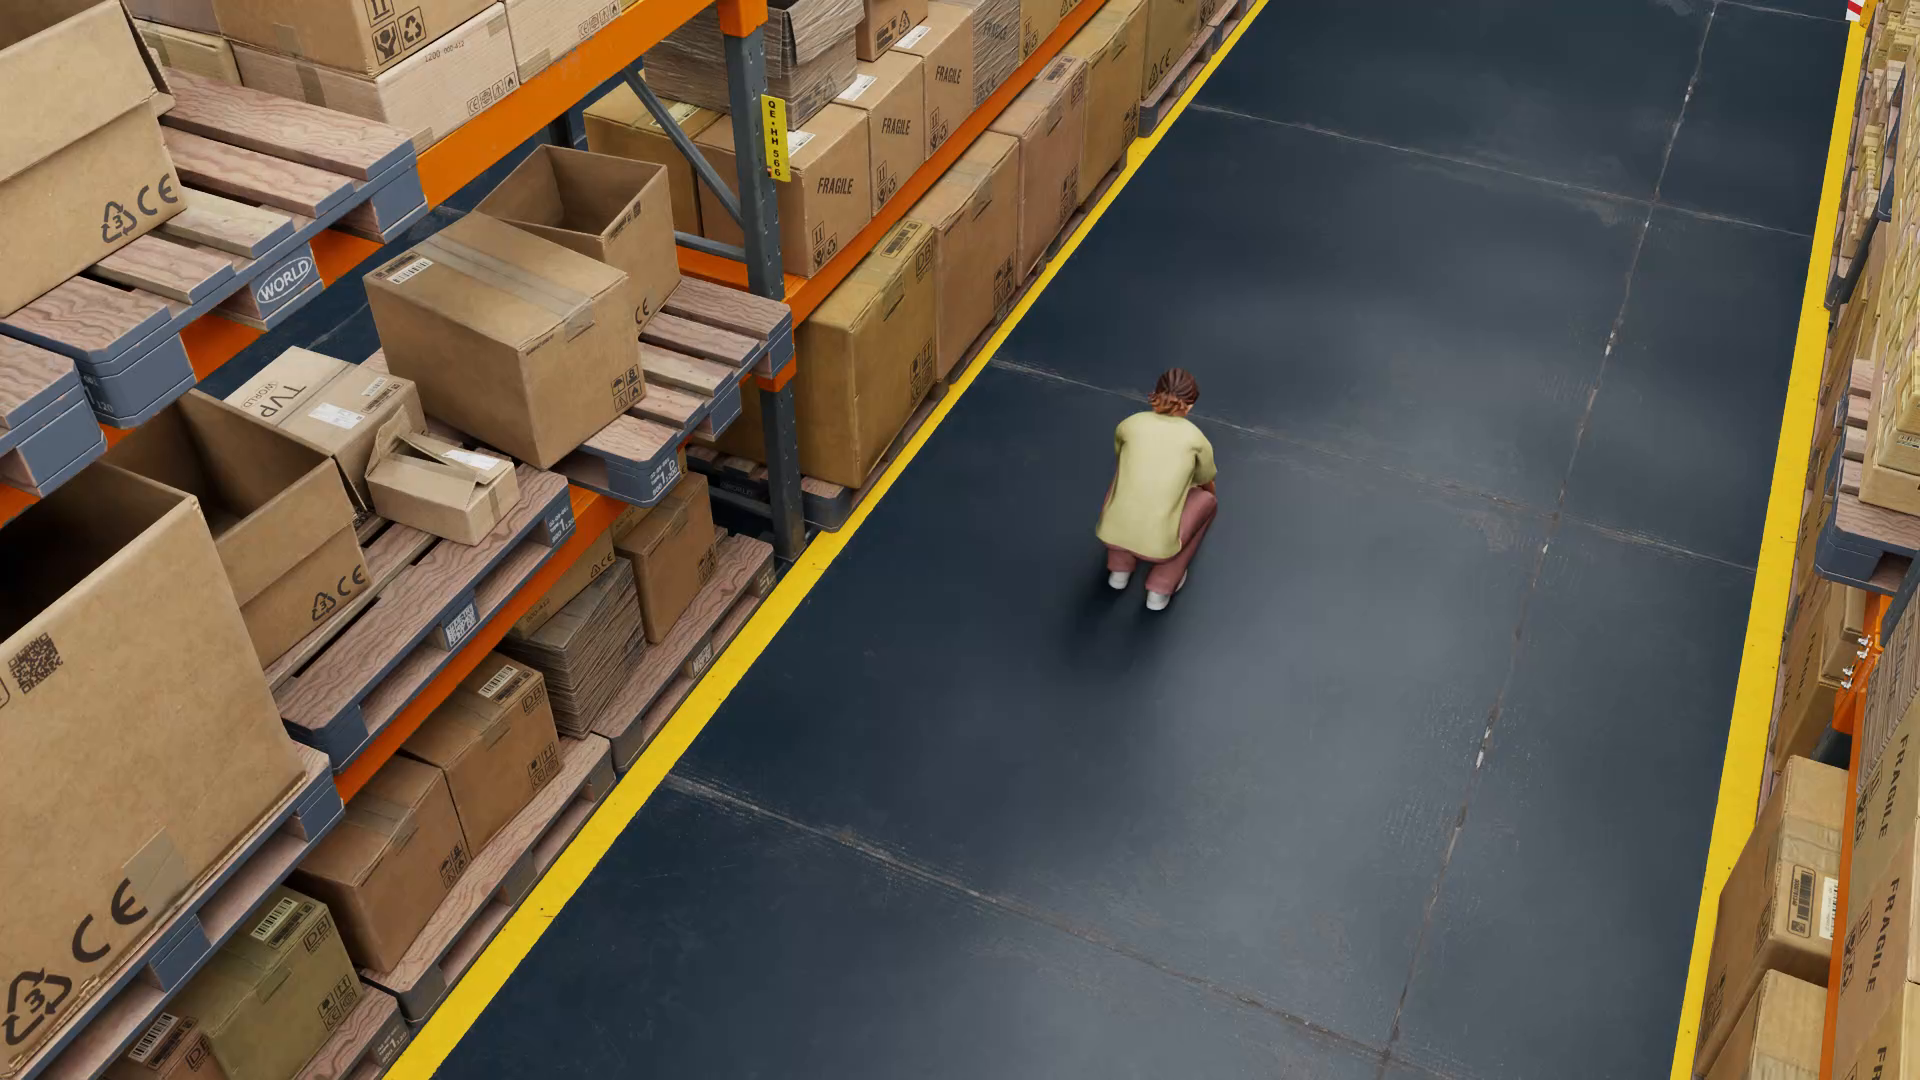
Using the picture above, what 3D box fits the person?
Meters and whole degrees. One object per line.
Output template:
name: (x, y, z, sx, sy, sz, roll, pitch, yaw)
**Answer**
person: (0.829, -0.204, 7.028, 0.484, 0.819, 0.802, 18, 45, 18)
